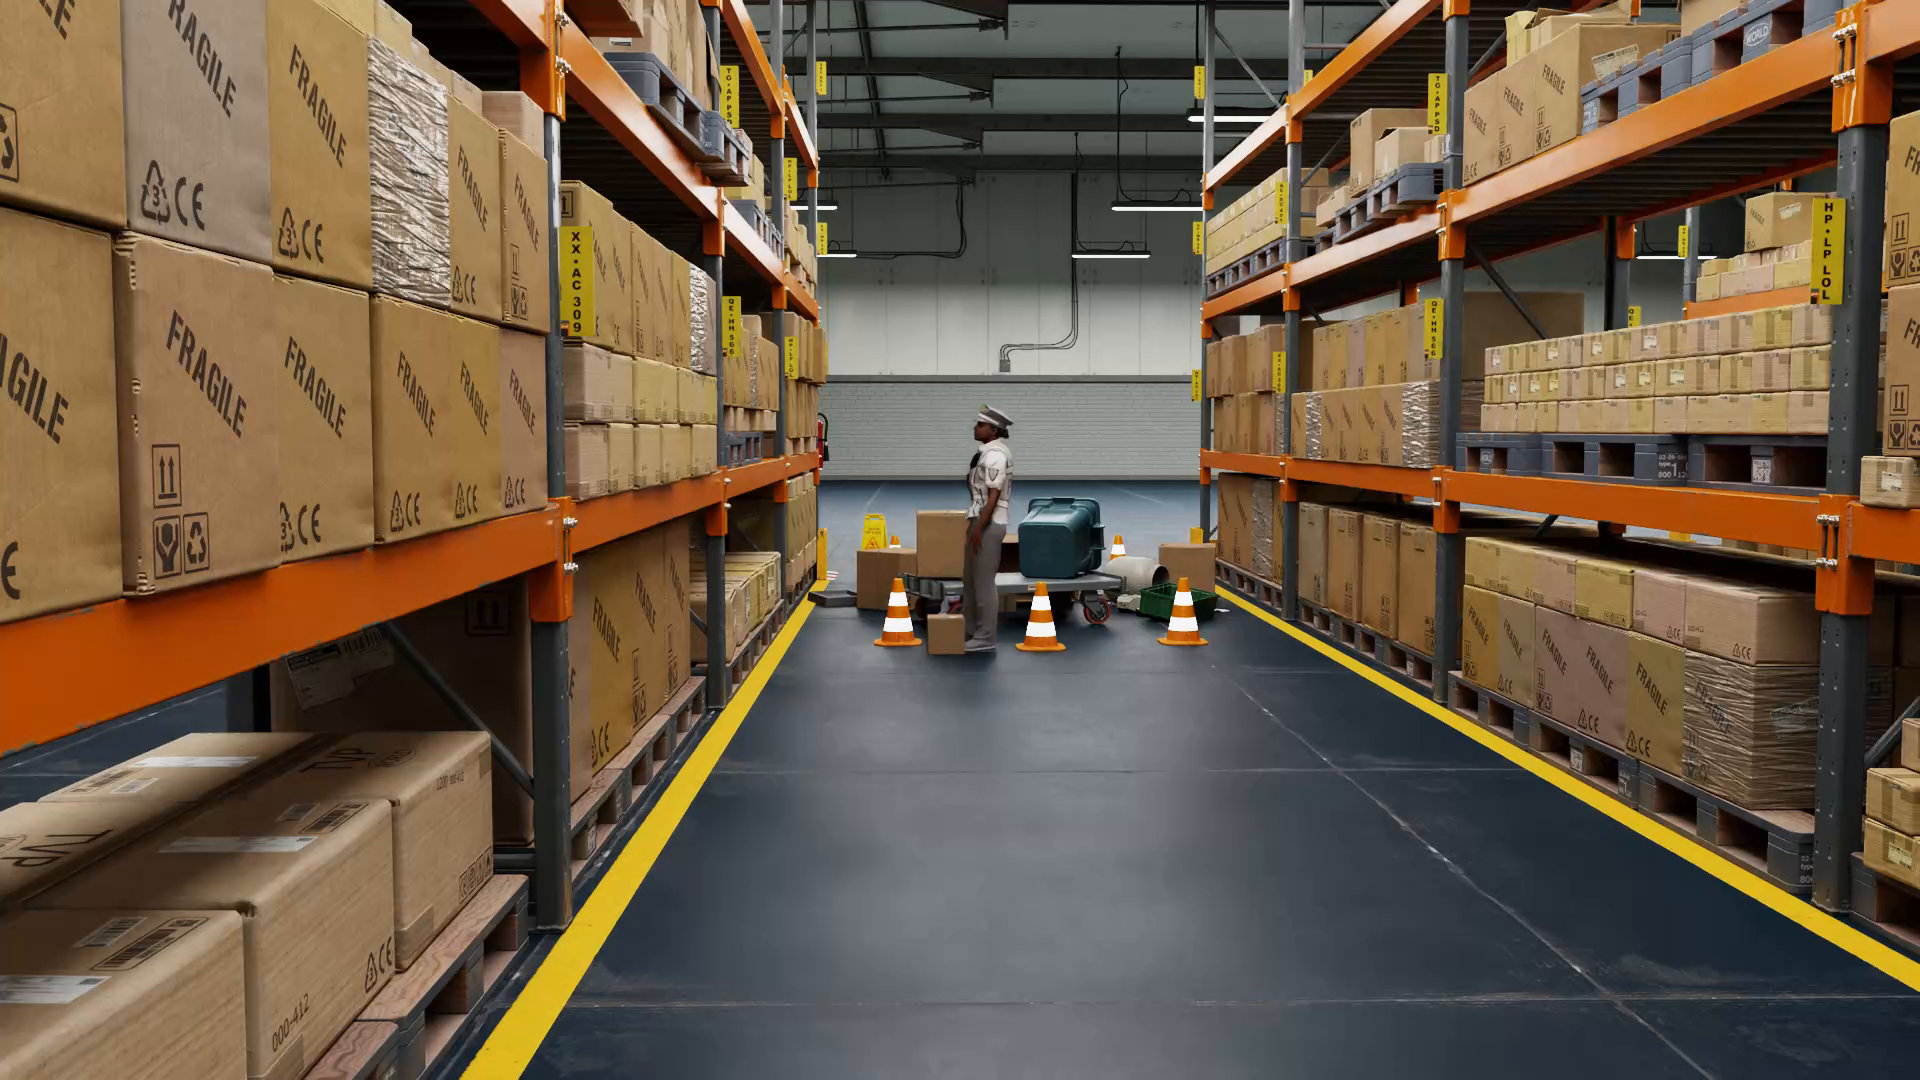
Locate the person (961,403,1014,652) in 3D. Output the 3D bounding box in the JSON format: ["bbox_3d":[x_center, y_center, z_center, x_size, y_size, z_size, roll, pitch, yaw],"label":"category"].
[{"bbox_3d":[0.103,-0.086,11.380,0.530,1.696,0.566,0,4,-1],"label":"person"}]
